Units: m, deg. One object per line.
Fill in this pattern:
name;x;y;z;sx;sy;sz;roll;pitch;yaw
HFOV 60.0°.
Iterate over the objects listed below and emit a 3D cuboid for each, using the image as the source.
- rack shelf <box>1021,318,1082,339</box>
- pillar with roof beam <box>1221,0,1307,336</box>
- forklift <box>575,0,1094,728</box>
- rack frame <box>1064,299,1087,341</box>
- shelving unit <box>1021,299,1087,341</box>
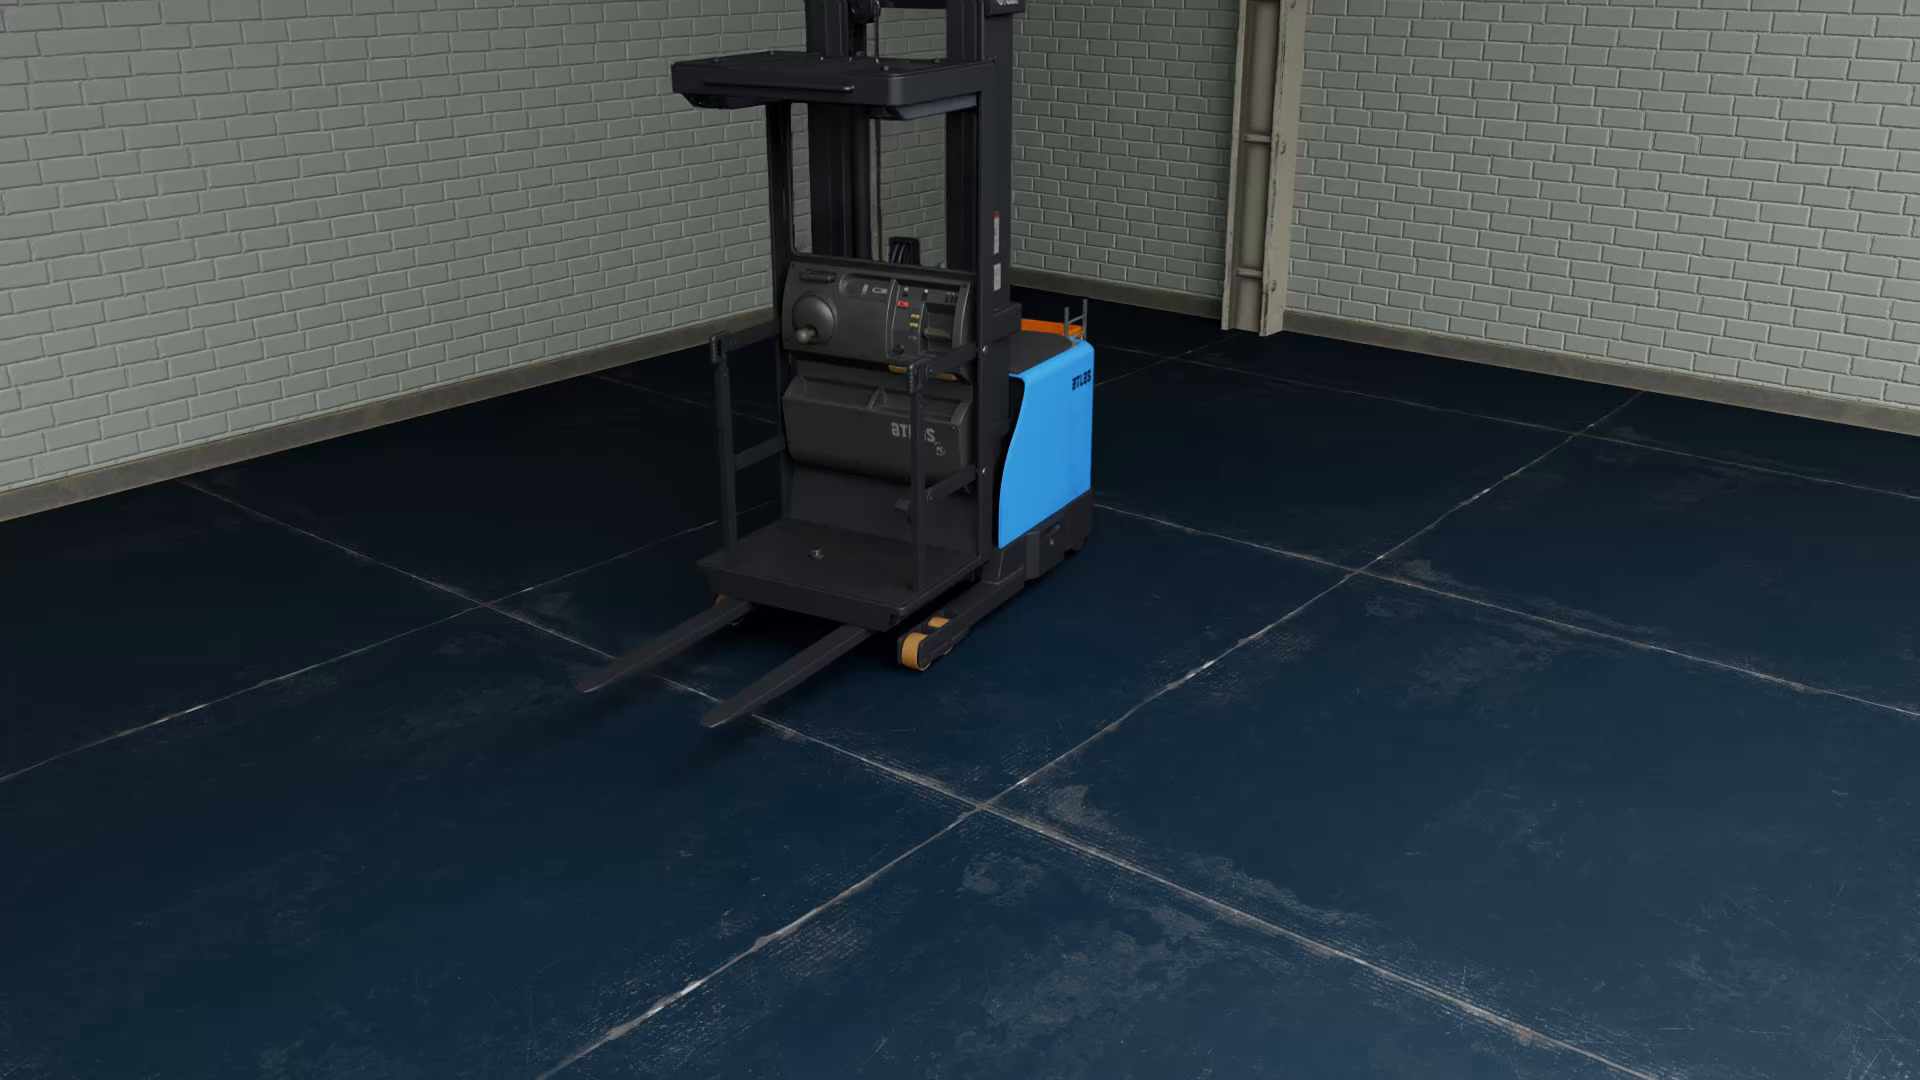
rack shelf;0.377;-1.053;8.644;0.480;0.148;0.258;11;23;27
pillar with roof beam;-0.427;-4.690;8.352;0.400;9.000;9.100;16;26;36
forklift;-0.477;-0.989;7.138;1.130;2.935;3.031;11;23;27
rack frame;0.589;-0.642;8.669;0.015;1.200;0.240;11;23;27
shelving unit;0.376;-0.684;8.780;0.503;1.200;0.258;11;23;27
